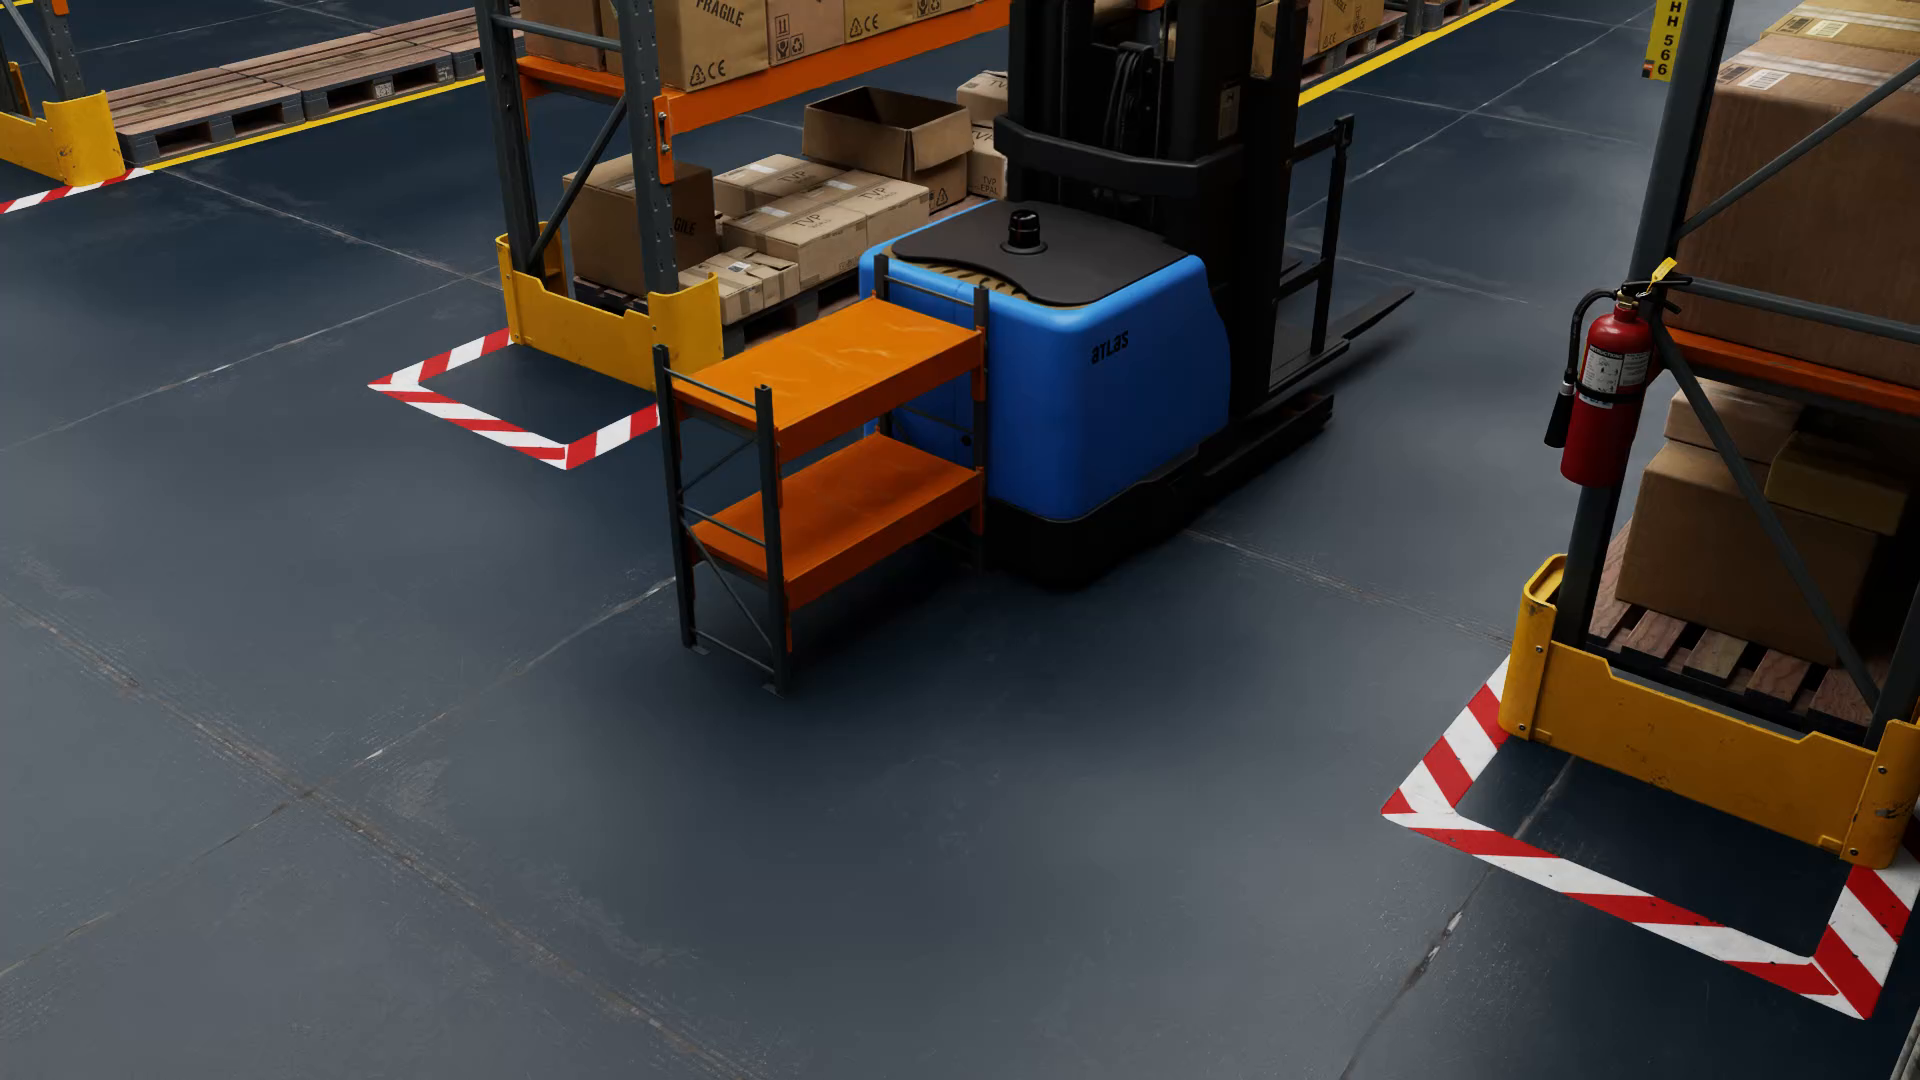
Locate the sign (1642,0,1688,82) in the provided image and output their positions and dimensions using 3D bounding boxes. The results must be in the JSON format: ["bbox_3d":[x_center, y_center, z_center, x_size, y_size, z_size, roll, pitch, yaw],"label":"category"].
[{"bbox_3d":[1.866,-1.364,4.346,0.100,0.325,0.005,21,37,31],"label":"sign"}]

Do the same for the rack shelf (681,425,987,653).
[{"bbox_3d":[-0.429,-0.031,5.783,0.538,0.278,1.000,23,38,34],"label":"rack shelf"}]

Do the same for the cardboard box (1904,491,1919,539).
[{"bbox_3d":[3.238,-0.420,6.162,0.700,0.500,0.500,20,36,30],"label":"cardboard box"}]

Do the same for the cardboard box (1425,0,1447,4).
[{"bbox_3d":[3.718,-4.487,13.268,0.500,0.250,0.500,21,37,31],"label":"cardboard box"}]

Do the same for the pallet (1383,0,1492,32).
[{"bbox_3d":[3.696,-4.489,13.723,1.003,0.211,1.213,21,37,31],"label":"pallet"}]

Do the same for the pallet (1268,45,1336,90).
[{"bbox_3d":[1.950,-3.381,11.853,1.003,0.211,1.213,21,37,31],"label":"pallet"}]

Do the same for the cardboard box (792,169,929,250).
[{"bbox_3d":[-0.503,-1.661,8.481,0.500,0.250,0.500,21,37,31],"label":"cardboard box"}]

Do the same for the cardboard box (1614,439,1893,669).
[{"bbox_3d":[2.633,-0.012,5.473,0.700,0.500,0.500,21,37,31],"label":"cardboard box"}]

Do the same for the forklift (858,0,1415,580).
[{"bbox_3d":[0.948,-1.796,6.510,1.130,2.935,3.031,23,38,34],"label":"forklift"}]

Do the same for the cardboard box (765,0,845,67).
[{"bbox_3d":[-0.876,-2.468,7.479,0.500,0.500,0.500,21,36,31],"label":"cardboard box"}]

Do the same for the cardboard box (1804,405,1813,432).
[{"bbox_3d":[2.719,-0.504,5.666,0.380,0.149,0.250,22,37,33],"label":"cardboard box"}]

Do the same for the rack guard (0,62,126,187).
[{"bbox_3d":[-5.612,-2.552,10.170,1.175,0.500,0.348,21,37,31],"label":"rack guard"}]

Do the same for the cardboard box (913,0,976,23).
[{"bbox_3d":[-0.268,-2.874,8.164,0.500,0.500,0.500,22,37,32],"label":"cardboard box"}]

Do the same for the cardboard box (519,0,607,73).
[{"bbox_3d":[-1.608,-2.423,7.404,0.500,0.500,0.500,22,37,33],"label":"cardboard box"}]

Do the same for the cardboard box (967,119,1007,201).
[{"bbox_3d":[0.183,-2.149,9.245,0.500,0.311,0.500,21,37,31],"label":"cardboard box"}]

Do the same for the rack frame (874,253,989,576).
[{"bbox_3d":[-0.102,-0.440,5.993,0.500,1.125,0.032,23,38,34],"label":"rack frame"}]

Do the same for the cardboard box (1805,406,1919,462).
[{"bbox_3d":[3.022,-0.385,5.466,0.380,0.149,0.250,21,37,31],"label":"cardboard box"}]

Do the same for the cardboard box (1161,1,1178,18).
[{"bbox_3d":[1.553,-3.196,10.826,0.500,0.500,0.500,22,37,32],"label":"cardboard box"}]

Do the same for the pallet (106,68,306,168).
[{"bbox_3d":[-5.079,-2.764,10.812,1.003,0.211,1.213,21,37,31],"label":"pallet"}]

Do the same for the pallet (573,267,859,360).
[{"bbox_3d":[-1.135,-1.270,8.291,1.003,0.211,1.213,21,37,31],"label":"pallet"}]

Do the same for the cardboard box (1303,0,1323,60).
[{"bbox_3d":[2.166,-3.602,11.511,0.500,0.500,0.500,20,36,30],"label":"cardboard box"}]

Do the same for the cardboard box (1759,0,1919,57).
[{"bbox_3d":[3.020,-1.230,5.194,0.980,0.700,0.700,21,36,31],"label":"cardboard box"}]

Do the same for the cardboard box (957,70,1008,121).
[{"bbox_3d":[0.327,-2.669,10.122,0.500,0.311,0.500,21,37,31],"label":"cardboard box"}]

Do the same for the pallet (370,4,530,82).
[{"bbox_3d":[-3.607,-3.756,12.485,1.003,0.211,1.213,21,37,31],"label":"pallet"}]

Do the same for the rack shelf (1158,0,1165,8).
[{"bbox_3d":[1.961,-4.244,11.279,1.077,0.370,4.000,21,37,31],"label":"rack shelf"}]

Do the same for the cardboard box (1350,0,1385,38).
[{"bbox_3d":[2.790,-4.028,12.229,0.500,0.500,0.500,23,37,33],"label":"cardboard box"}]

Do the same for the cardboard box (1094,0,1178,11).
[{"bbox_3d":[1.128,-3.342,11.071,0.500,0.500,0.500,21,37,31],"label":"cardboard box"}]

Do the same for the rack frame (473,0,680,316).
[{"bbox_3d":[-1.661,-2.115,6.981,1.000,3.000,0.127,21,37,31],"label":"rack frame"}]

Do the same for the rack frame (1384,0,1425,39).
[{"bbox_3d":[3.168,-5.366,12.467,1.000,3.000,0.127,21,37,31],"label":"rack frame"}]

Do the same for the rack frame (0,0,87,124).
[{"bbox_3d":[-5.608,-3.641,9.555,1.000,3.000,0.127,21,37,31],"label":"rack frame"}]

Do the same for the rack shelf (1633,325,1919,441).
[{"bbox_3d":[3.498,-1.095,5.966,1.077,0.370,4.000,21,37,31],"label":"rack shelf"}]

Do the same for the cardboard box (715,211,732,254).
[{"bbox_3d":[-1.213,-1.519,8.323,0.380,0.166,0.250,21,37,31],"label":"cardboard box"}]

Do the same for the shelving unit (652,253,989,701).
[{"bbox_3d":[-0.429,-0.241,5.658,0.538,1.125,1.048,23,38,34],"label":"shelving unit"}]

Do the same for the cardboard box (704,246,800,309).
[{"bbox_3d":[-0.984,-1.251,7.871,0.380,0.166,0.250,21,37,31],"label":"cardboard box"}]

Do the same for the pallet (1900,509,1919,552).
[{"bbox_3d":[3.447,-0.235,6.544,1.003,0.211,1.213,21,37,31],"label":"pallet"}]
